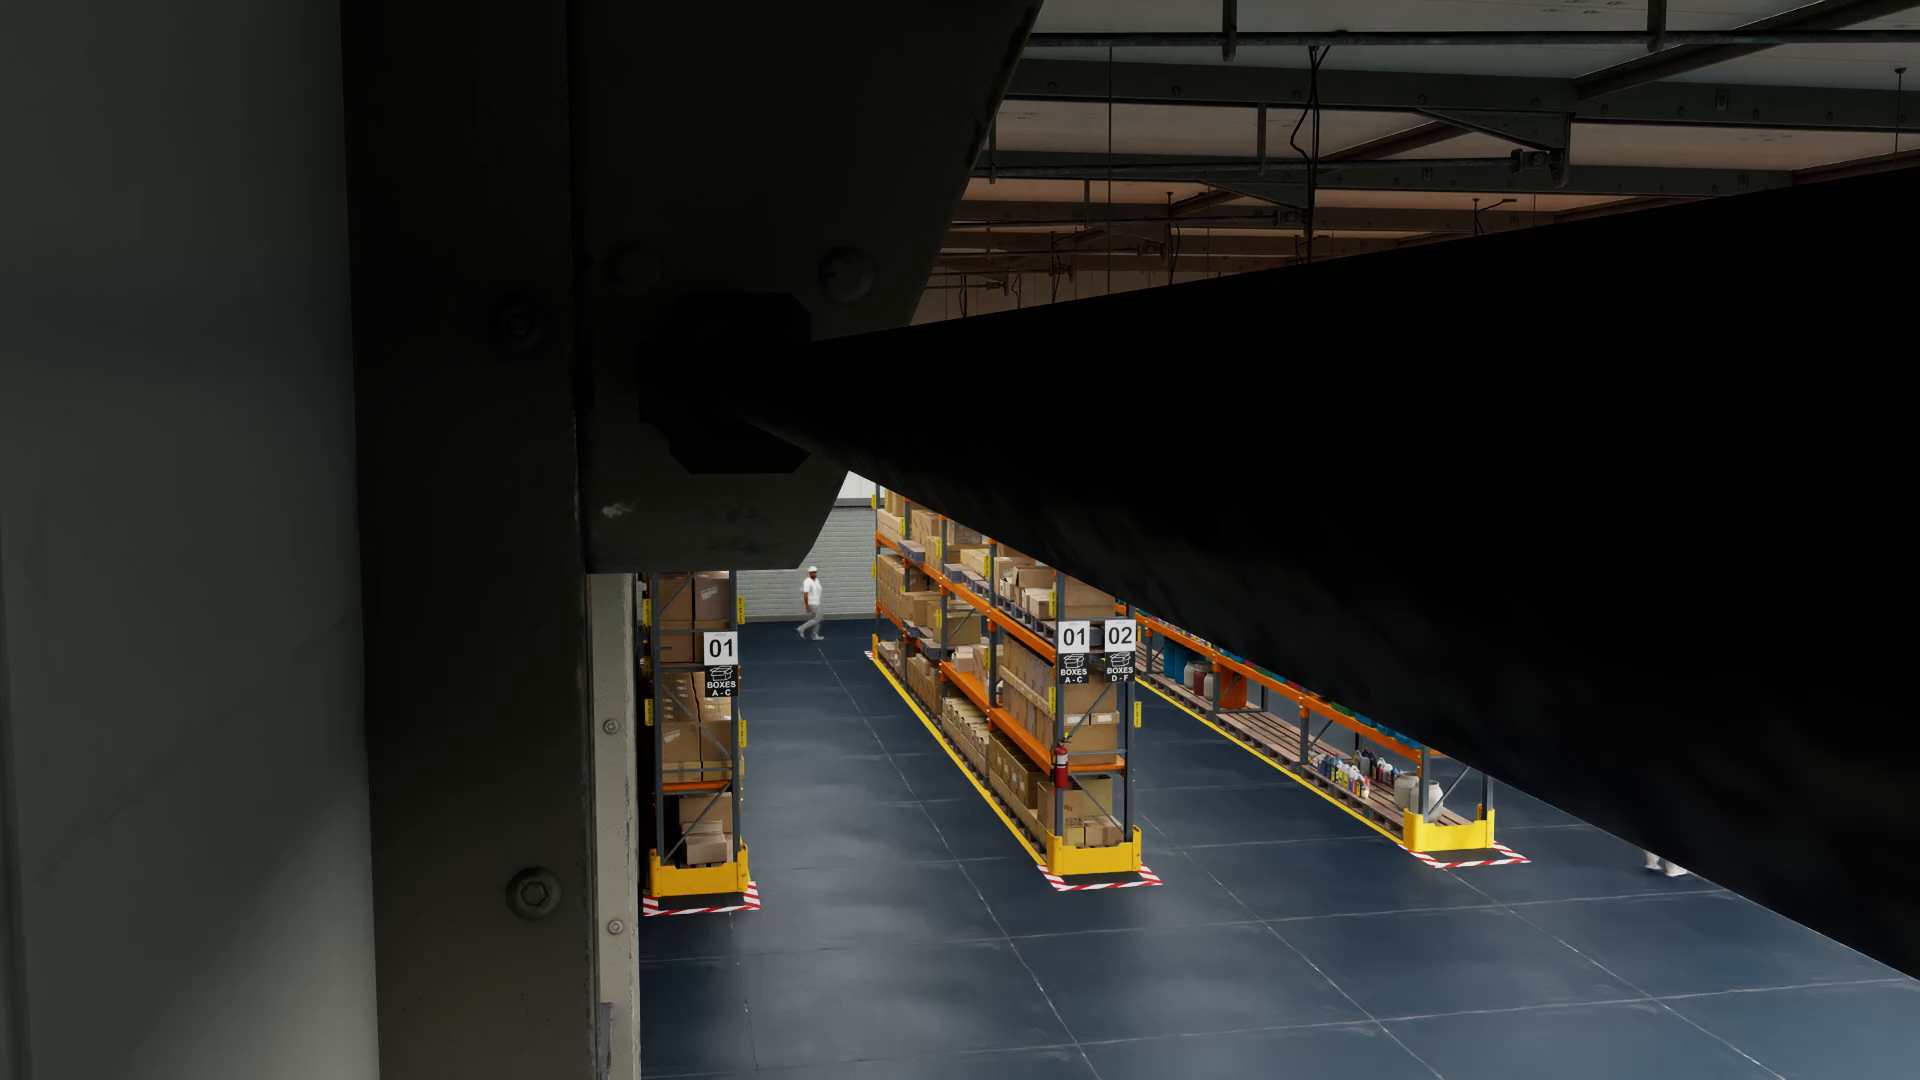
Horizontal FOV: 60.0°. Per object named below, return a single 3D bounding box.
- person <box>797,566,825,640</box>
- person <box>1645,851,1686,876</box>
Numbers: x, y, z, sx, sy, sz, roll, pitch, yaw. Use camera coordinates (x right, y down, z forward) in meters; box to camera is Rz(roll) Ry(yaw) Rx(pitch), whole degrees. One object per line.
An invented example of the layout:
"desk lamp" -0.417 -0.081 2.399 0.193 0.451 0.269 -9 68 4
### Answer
"person" -3.480 1.475 38.698 0.653 1.744 0.550 -1 6 -6
"person" 8.953 3.355 20.876 0.621 1.766 0.451 5 8 40
